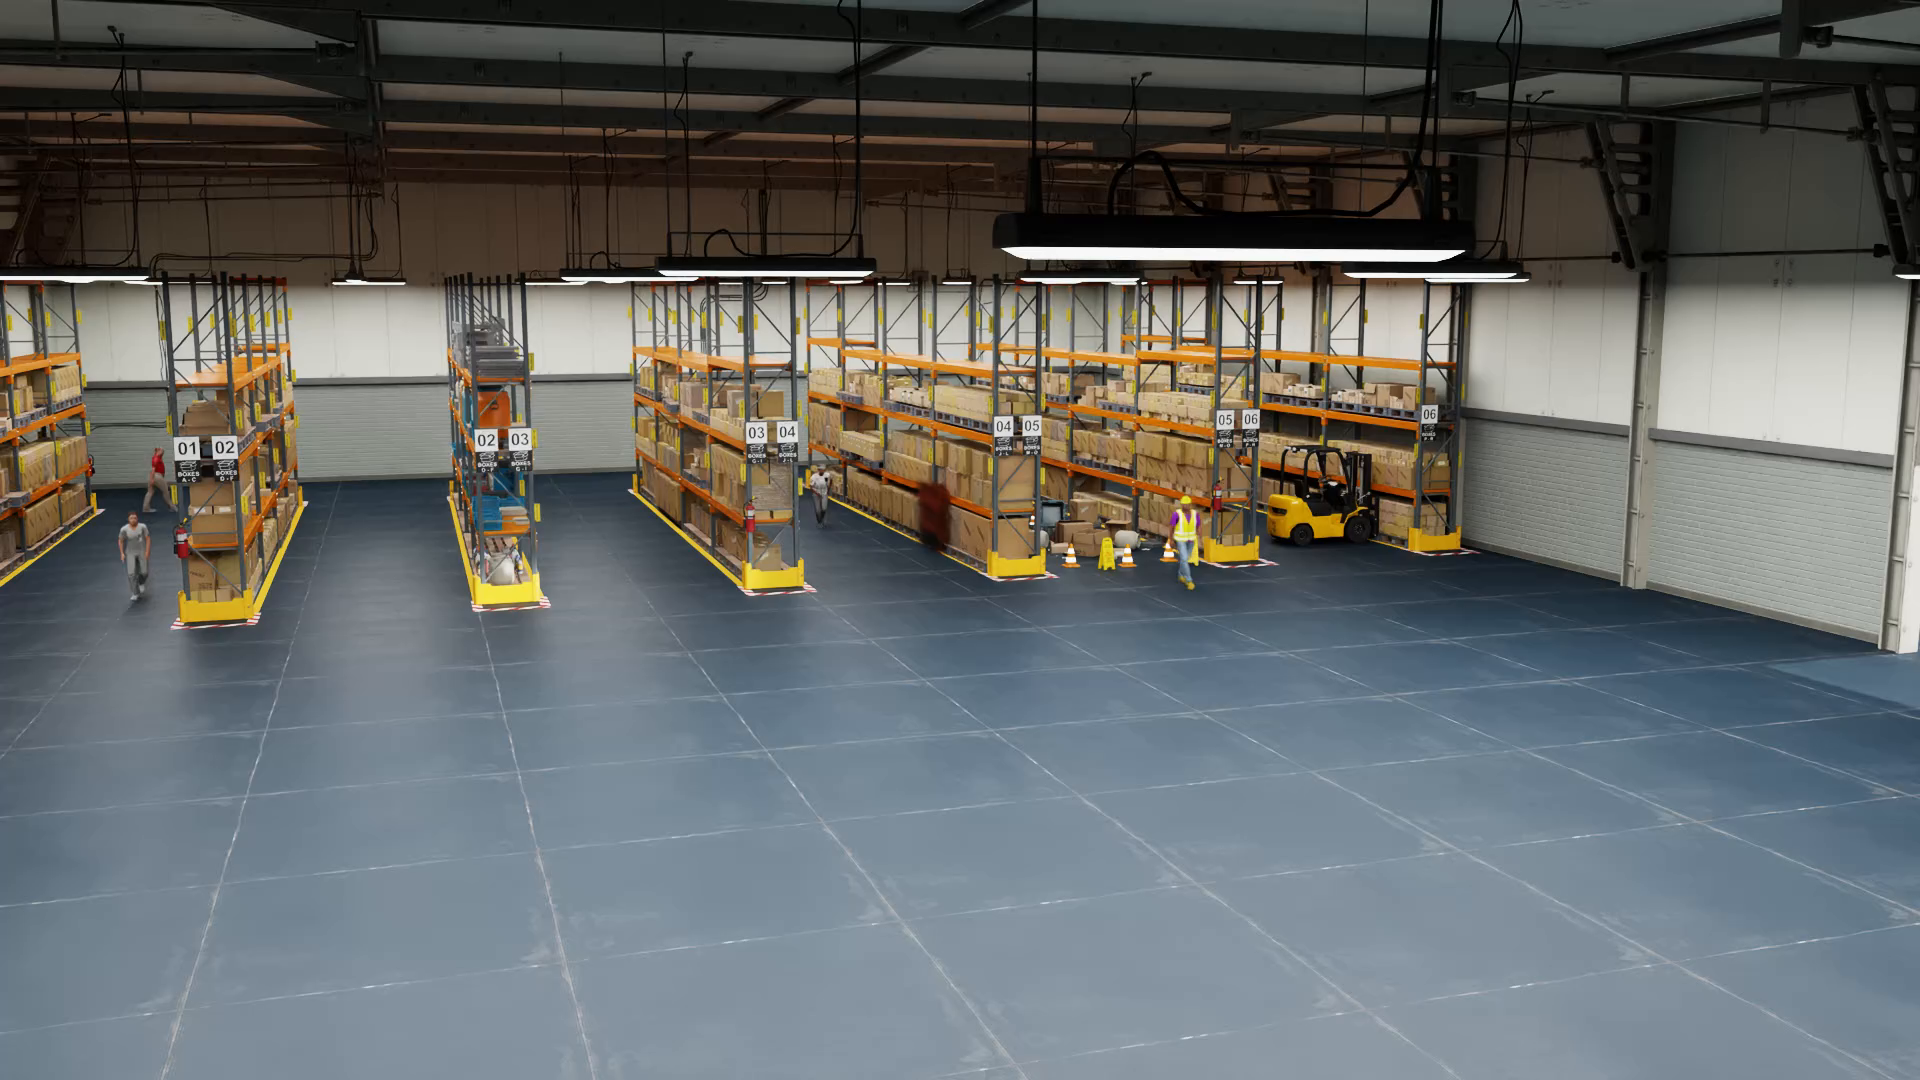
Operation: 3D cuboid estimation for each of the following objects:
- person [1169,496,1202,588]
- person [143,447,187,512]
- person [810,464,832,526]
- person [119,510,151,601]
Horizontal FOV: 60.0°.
[{"bbox_3d":[4.367,0.021,32.114,0.598,1.727,0.919,-1,9,-9],"label":"person"},{"bbox_3d":[-20.574,-1.580,42.856,0.488,1.652,1.054,7,11,38],"label":"person"},{"bbox_3d":[-3.334,-1.081,39.907,0.554,1.557,0.836,-1,9,-7],"label":"person"},{"bbox_3d":[-15.337,0.259,30.913,0.529,1.670,0.600,-6,10,-35],"label":"person"}]
